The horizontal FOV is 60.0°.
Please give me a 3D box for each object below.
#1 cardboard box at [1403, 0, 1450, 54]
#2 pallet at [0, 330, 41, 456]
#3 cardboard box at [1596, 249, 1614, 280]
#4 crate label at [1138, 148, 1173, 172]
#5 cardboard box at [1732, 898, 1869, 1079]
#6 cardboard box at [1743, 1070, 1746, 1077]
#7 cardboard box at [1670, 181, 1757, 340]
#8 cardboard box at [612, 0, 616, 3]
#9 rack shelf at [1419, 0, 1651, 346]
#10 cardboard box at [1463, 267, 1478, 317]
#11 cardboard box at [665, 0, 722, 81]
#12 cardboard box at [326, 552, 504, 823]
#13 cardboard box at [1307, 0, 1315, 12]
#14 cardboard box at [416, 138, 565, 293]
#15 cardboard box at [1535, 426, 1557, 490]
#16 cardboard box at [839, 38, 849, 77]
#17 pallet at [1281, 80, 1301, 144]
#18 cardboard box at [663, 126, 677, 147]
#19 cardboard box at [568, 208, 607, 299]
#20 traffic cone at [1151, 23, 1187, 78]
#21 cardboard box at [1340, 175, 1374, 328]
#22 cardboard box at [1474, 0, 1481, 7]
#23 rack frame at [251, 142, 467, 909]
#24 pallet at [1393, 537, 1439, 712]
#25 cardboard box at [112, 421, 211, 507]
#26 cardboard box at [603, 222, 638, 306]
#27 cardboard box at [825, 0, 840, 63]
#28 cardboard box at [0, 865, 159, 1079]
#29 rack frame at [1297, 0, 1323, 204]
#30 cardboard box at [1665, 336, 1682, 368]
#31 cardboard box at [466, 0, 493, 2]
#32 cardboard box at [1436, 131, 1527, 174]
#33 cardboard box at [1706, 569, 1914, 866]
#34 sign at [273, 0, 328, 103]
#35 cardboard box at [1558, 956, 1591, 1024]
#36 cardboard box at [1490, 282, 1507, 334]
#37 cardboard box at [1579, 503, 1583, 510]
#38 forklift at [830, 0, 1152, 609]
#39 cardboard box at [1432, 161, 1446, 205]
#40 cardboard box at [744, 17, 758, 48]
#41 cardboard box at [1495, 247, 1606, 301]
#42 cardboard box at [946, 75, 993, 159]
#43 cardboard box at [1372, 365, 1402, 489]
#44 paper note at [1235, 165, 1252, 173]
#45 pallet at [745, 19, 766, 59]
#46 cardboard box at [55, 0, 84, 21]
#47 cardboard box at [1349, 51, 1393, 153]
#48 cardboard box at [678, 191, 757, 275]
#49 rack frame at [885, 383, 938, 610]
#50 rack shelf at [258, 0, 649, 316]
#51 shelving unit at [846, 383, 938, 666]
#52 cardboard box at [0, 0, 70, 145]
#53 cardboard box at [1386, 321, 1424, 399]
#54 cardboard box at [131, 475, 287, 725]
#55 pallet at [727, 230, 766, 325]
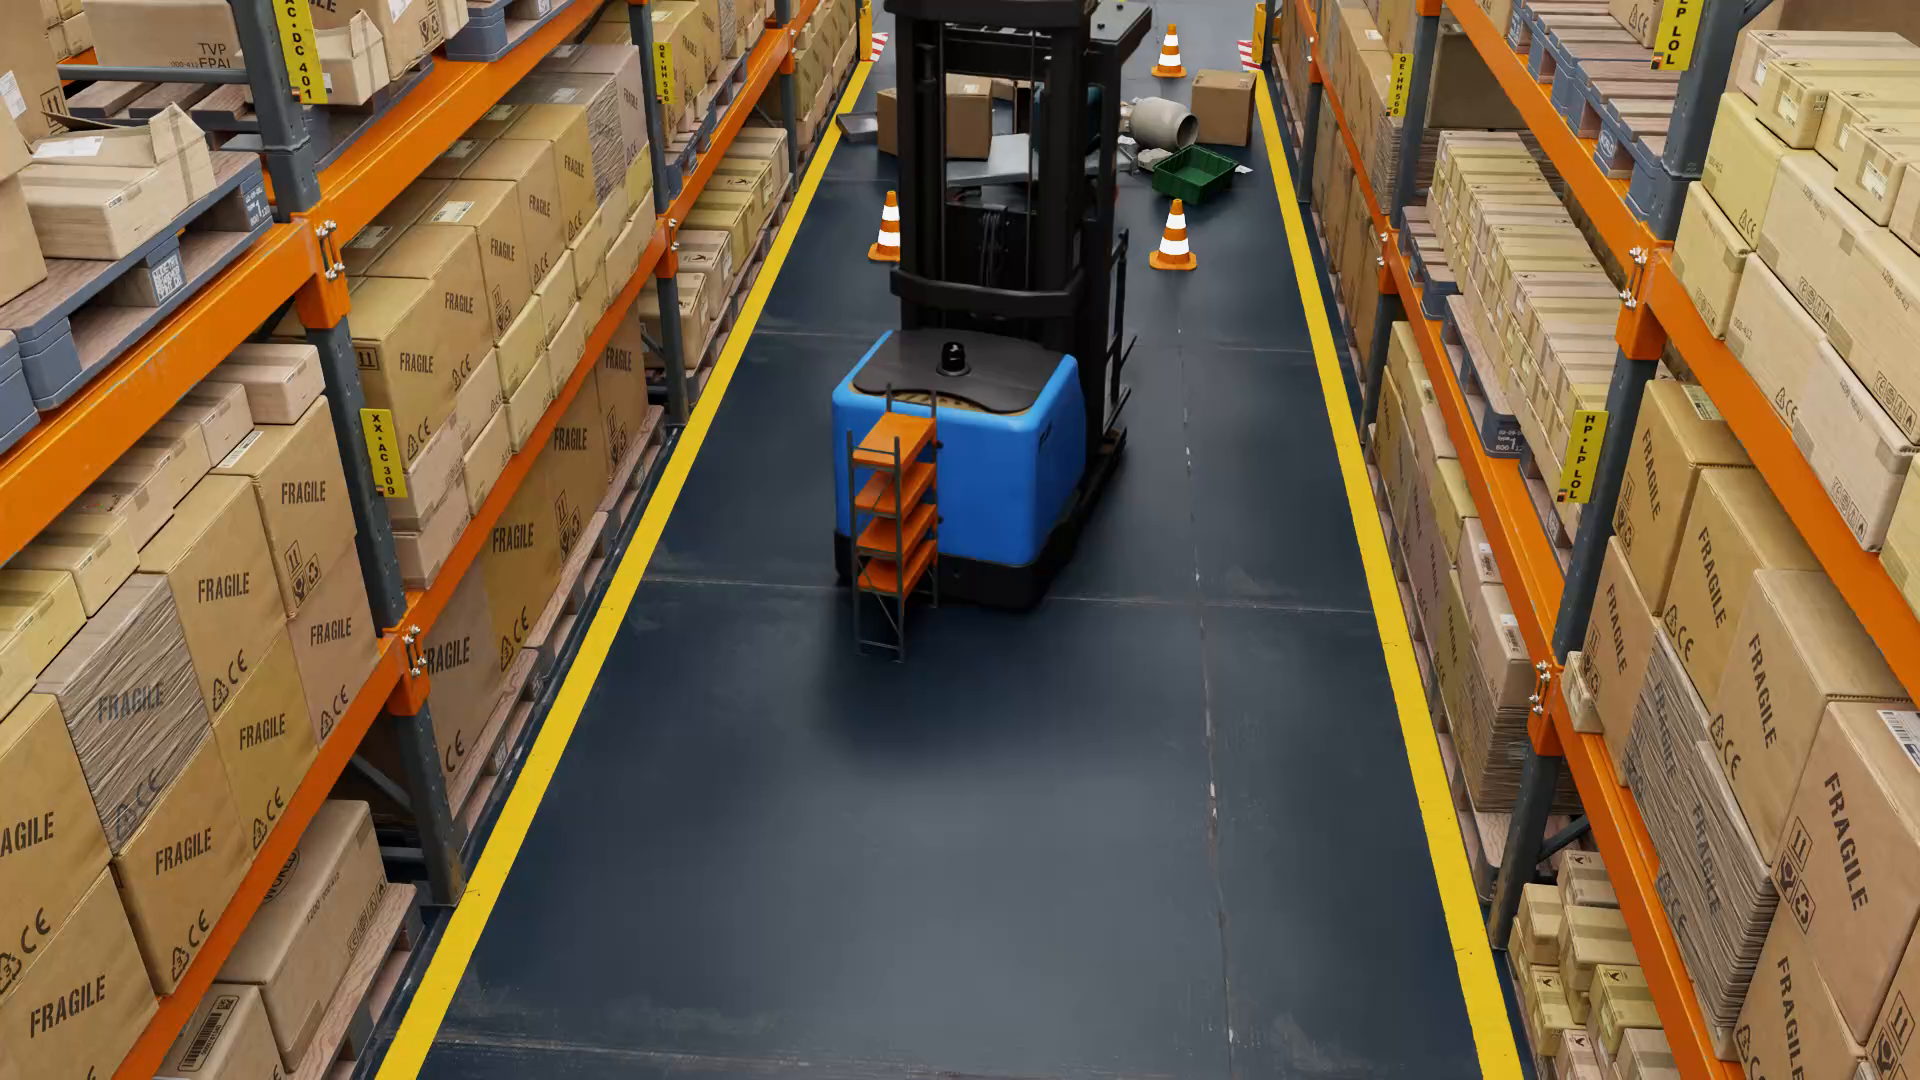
[{"bbox_3d":[2.913,-2.802,9.390,0.700,0.500,0.500,2,32,3],"label":"cardboard box"},{"bbox_3d":[-2.620,-0.078,3.243,1.003,0.211,1.213,2,32,4],"label":"pallet"},{"bbox_3d":[3.178,-1.235,7.734,0.380,0.149,0.250,2,32,3],"label":"cardboard box"},{"bbox_3d":[1.610,-3.126,13.692,0.298,0.136,0.250,-20,37,-29],"label":"crate label"},{"bbox_3d":[2.085,1.138,3.666,0.500,0.500,0.500,4,32,6],"label":"cardboard box"},{"bbox_3d":[2.118,1.330,3.972,0.380,0.149,0.250,4,32,6],"label":"cardboard box"},{"bbox_3d":[2.200,-0.726,4.353,0.500,0.250,0.500,4,32,6],"label":"cardboard box"},{"bbox_3d":[-2.284,-3.126,10.185,0.500,0.500,0.500,0,32,1],"label":"cardboard box"},{"bbox_3d":[2.664,-1.760,6.574,1.077,0.370,4.000,2,32,4],"label":"rack shelf"},{"bbox_3d":[2.506,-1.120,7.547,0.380,0.149,0.250,3,32,6],"label":"cardboard box"},{"bbox_3d":[-1.776,-3.118,10.171,0.500,0.500,0.500,3,32,5],"label":"cardboard box"},{"bbox_3d":[-2.470,0.496,6.711,0.875,0.875,0.875,3,32,6],"label":"cardboard box"},{"bbox_3d":[3.193,-4.473,13.006,0.875,0.550,0.550,2,32,4],"label":"cardboard box"},{"bbox_3d":[-2.025,-1.388,7.095,0.500,0.500,0.500,2,32,3],"label":"cardboard box"},{"bbox_3d":[2.379,-0.298,6.213,0.380,0.149,0.250,2,32,4],"label":"cardboard box"},{"bbox_3d":[-1.311,-4.481,15.382,0.500,0.250,0.500,3,32,4],"label":"cardboard box"},{"bbox_3d":[3.389,-3.774,14.672,1.003,0.211,1.213,2,32,4],"label":"pallet"},{"bbox_3d":[-1.847,-2.374,9.582,0.380,0.149,0.250,1,32,1],"label":"cardboard box"},{"bbox_3d":[-1.961,-1.342,7.735,0.500,0.250,0.500,2,32,3],"label":"cardboard box"},{"bbox_3d":[2.020,-4.721,15.970,0.336,0.463,0.334,2,32,4],"label":"traffic cone"},{"bbox_3d":[3.034,-1.828,10.602,1.050,0.750,0.750,3,32,5],"label":"cardboard box"},{"bbox_3d":[2.482,-2.606,7.165,0.500,0.500,0.500,2,32,4],"label":"cardboard box"},{"bbox_3d":[-2.441,0.098,5.732,1.000,3.000,0.127,2,32,4],"label":"rack frame"},{"bbox_3d":[2.660,0.397,7.905,1.003,0.211,1.213,2,32,4],"label":"pallet"},{"bbox_3d":[-2.308,-0.209,4.563,0.380,0.149,0.250,2,32,4],"label":"cardboard box"},{"bbox_3d":[-1.923,-1.387,8.284,0.500,0.250,0.500,3,32,5],"label":"cardboard box"},{"bbox_3d":[-1.356,-4.538,14.760,0.500,0.500,0.500,2,32,3],"label":"cardboard box"},{"bbox_3d":[-2.344,1.114,3.987,0.500,0.500,0.500,3,32,6],"label":"cardboard box"},{"bbox_3d":[3.153,-3.927,12.263,1.000,3.000,0.127,2,32,4],"label":"rack frame"},{"bbox_3d":[3.094,-0.815,6.769,0.380,0.149,0.250,2,32,3],"label":"cardboard box"},{"bbox_3d":[-1.943,-2.241,6.396,0.396,0.266,0.258,5,32,8],"label":"cardboard box"},{"bbox_3d":[2.596,-1.925,8.286,0.380,0.149,0.250,3,32,4],"label":"cardboard box"},{"bbox_3d":[2.123,0.421,3.876,0.500,0.500,0.500,3,32,5],"label":"cardboard box"},{"bbox_3d":[-1.887,-1.410,4.752,0.100,0.325,0.005,2,32,4],"label":"sign"},{"bbox_3d":[2.222,1.477,5.528,0.380,0.149,0.250,3,32,4],"label":"cardboard box"},{"bbox_3d":[2.466,-0.975,7.028,0.380,0.149,0.250,4,32,6],"label":"cardboard box"},{"bbox_3d":[2.337,-0.159,5.704,0.380,0.149,0.250,3,32,5],"label":"cardboard box"},{"bbox_3d":[0.315,-1.677,8.678,1.130,2.935,3.031,10,33,15],"label":"forklift"},{"bbox_3d":[2.587,-1.790,8.351,0.380,0.149,0.250,4,32,6],"label":"cardboard box"},{"bbox_3d":[-1.597,-3.470,11.360,0.380,0.149,0.250,3,32,4],"label":"cardboard box"},{"bbox_3d":[2.467,-1.109,6.963,0.380,0.149,0.250,2,32,3],"label":"cardboard box"},{"bbox_3d":[-0.013,-3.283,12.880,0.500,0.500,0.500,2,32,4],"label":"cardboard box"},{"bbox_3d":[2.515,-0.591,8.832,0.500,0.500,0.500,1,32,2],"label":"cardboard box"},{"bbox_3d":[2.305,-3.053,13.675,0.147,0.020,0.142,-20,37,-29],"label":"paper note"},{"bbox_3d":[-1.996,-3.610,11.932,1.003,0.211,1.213,2,32,4],"label":"pallet"},{"bbox_3d":[-6.557,-3.908,11.898,0.500,0.250,0.500,2,32,3],"label":"cardboard box"},{"bbox_3d":[2.679,-2.647,10.091,0.500,0.500,0.500,2,32,3],"label":"cardboard box"},{"bbox_3d":[-1.940,-2.131,11.454,0.950,0.372,0.625,3,32,6],"label":"cardboard box"},{"bbox_3d":[-0.227,-0.189,7.913,0.240,1.200,0.015,10,33,15],"label":"rack frame"},{"bbox_3d":[-2.278,-1.919,6.831,1.077,0.370,4.000,2,32,4],"label":"rack shelf"},{"bbox_3d":[-0.303,-0.067,7.715,0.258,1.200,0.503,10,33,15],"label":"shelving unit"},{"bbox_3d":[-2.698,-1.145,4.298,0.500,0.500,0.500,3,32,5],"label":"cardboard box"},{"bbox_3d":[2.529,-0.919,8.650,0.500,0.250,0.500,1,32,2],"label":"cardboard box"},{"bbox_3d":[-2.253,0.153,4.594,0.500,0.500,0.500,2,32,3],"label":"cardboard box"},{"bbox_3d":[-1.948,-1.852,11.553,1.003,0.211,1.213,2,32,4],"label":"pallet"}]
